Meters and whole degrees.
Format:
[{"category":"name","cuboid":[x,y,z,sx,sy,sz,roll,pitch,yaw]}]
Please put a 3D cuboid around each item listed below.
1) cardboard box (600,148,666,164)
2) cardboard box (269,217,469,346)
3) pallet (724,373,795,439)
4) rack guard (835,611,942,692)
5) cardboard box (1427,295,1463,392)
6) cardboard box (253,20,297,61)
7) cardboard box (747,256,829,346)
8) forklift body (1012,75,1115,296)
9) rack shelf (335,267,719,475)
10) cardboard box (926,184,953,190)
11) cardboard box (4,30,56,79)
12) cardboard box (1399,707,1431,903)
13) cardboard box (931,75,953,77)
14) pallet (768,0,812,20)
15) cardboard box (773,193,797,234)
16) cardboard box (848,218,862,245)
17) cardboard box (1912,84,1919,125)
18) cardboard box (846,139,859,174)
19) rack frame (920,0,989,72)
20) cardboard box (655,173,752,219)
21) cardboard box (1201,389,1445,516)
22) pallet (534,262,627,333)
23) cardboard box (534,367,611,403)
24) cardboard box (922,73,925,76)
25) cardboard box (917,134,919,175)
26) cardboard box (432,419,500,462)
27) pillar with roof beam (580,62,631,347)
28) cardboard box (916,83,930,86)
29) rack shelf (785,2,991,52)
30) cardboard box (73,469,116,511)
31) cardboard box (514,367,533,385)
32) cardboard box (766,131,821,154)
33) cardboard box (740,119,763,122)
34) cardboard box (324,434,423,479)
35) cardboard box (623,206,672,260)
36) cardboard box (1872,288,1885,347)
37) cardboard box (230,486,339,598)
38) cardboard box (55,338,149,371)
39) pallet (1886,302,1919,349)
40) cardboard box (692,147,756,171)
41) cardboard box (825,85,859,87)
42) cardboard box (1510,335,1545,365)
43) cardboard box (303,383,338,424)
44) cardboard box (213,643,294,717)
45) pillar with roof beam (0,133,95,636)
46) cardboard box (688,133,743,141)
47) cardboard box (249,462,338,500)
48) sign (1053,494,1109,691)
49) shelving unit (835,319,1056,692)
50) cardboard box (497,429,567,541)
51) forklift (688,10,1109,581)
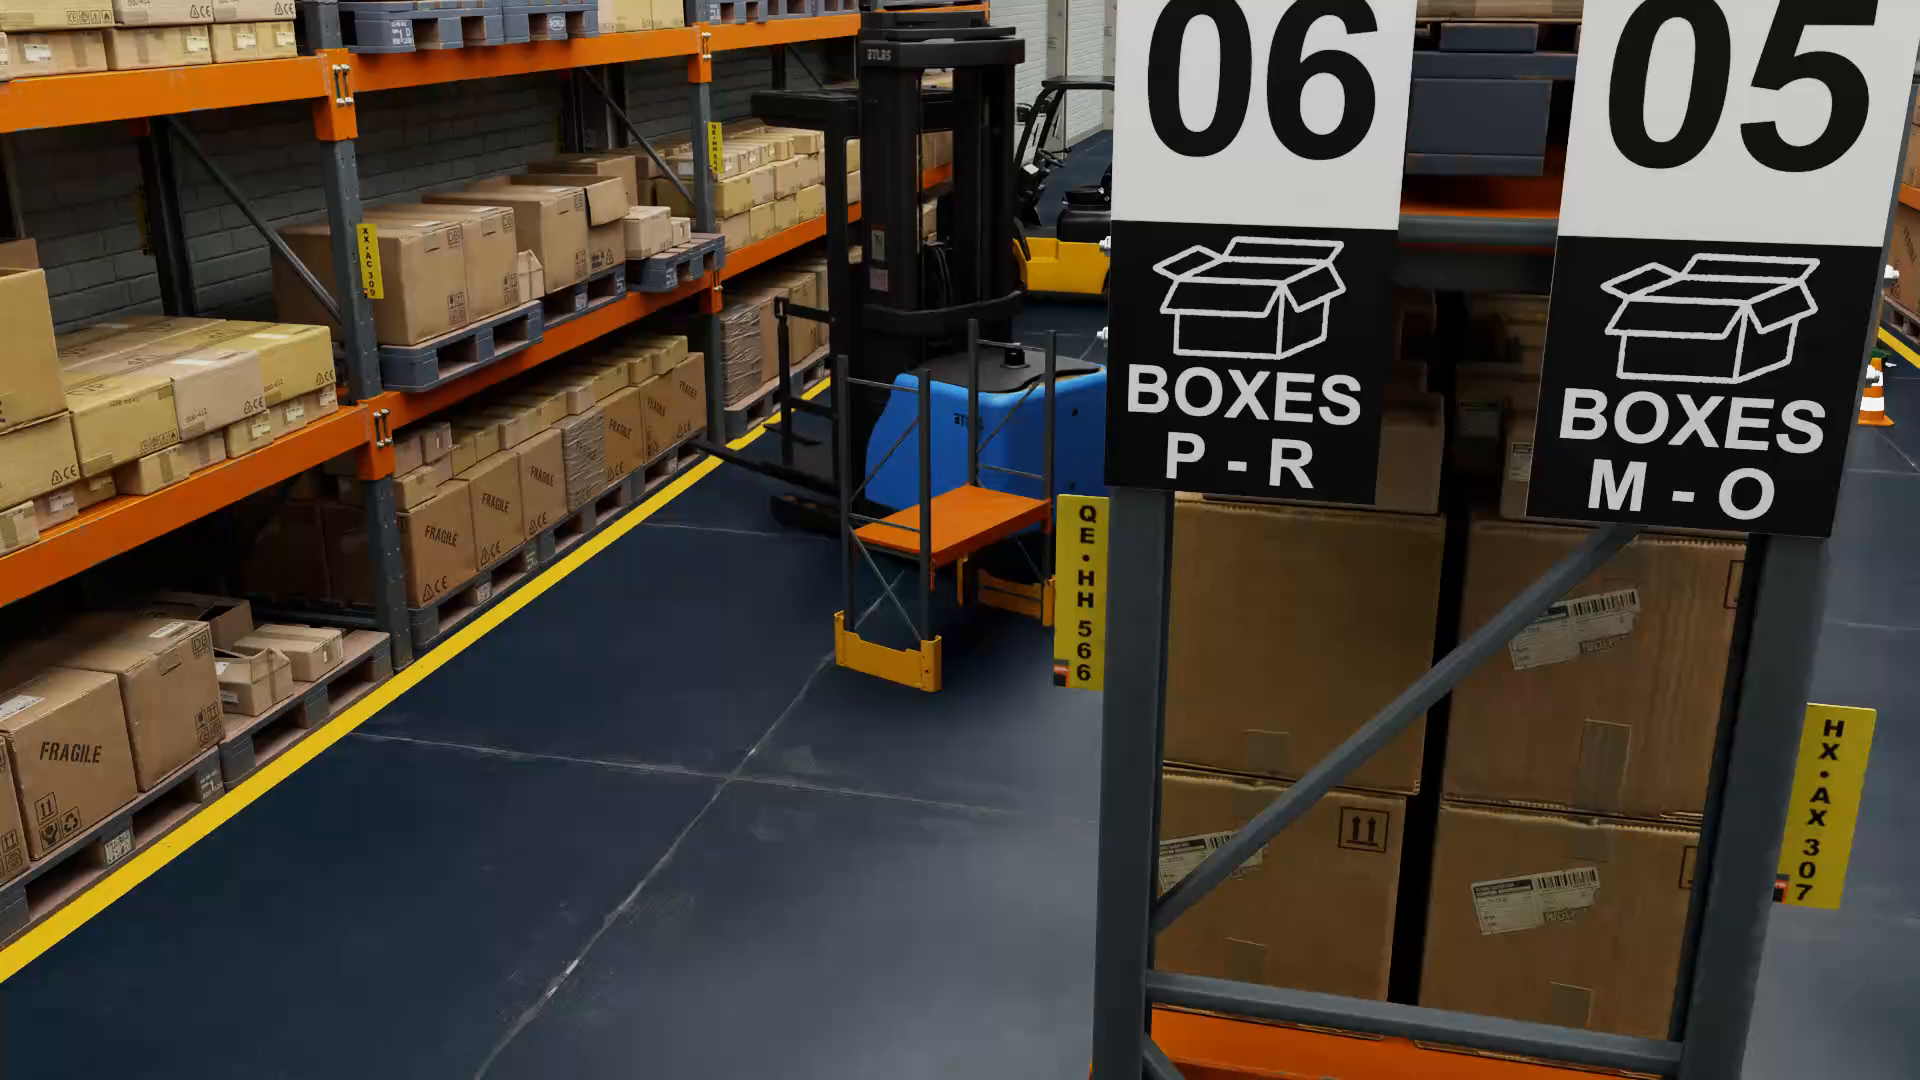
[{"category":"cardboard box","cuboid":[-2.298,-2.667,11.698,0.380,0.149,0.250,5,20,15]},{"category":"cardboard box","cuboid":[-2.779,-1.231,7.845,0.700,0.500,0.500,5,20,15]},{"category":"pallet","cuboid":[-1.898,-1.040,12.405,1.003,0.211,1.213,5,19,13]},{"category":"rack guard","cuboid":[-0.340,0.518,7.784,0.587,0.250,0.087,13,23,33]},{"category":"cardboard box","cuboid":[1.475,-0.335,4.327,0.500,0.500,0.500,5,19,14]},{"category":"cardboard box","cuboid":[-2.915,-2.015,6.695,0.380,0.149,0.250,5,19,13]},{"category":"cardboard box","cuboid":[-1.473,-2.026,14.002,0.875,0.625,0.625,4,19,13]},{"category":"forklift body","cuboid":[1.124,-3.472,16.524,2.313,2.155,1.214,5,19,13]},{"category":"rack shelf","cuboid":[-2.625,-1.137,9.489,1.077,0.370,4.000,5,19,13]},{"category":"cardboard box","cuboid":[-0.111,-3.653,17.799,0.500,0.250,0.500,5,19,14]},{"category":"cardboard box","cuboid":[-3.266,-1.618,5.531,0.380,0.149,0.250,5,19,14]},{"category":"cardboard box","cuboid":[1.215,0.458,3.551,0.500,0.500,0.500,4,19,13]},{"category":"cardboard box","cuboid":[-0.133,-4.814,17.522,0.380,0.149,0.250,5,20,15]},{"category":"pallet","cuboid":[-1.787,-4.005,12.424,1.003,0.211,1.213,6,20,16]},{"category":"cardboard box","cuboid":[-1.544,-2.472,12.517,0.500,0.250,0.500,4,19,12]},{"category":"cardboard box","cuboid":[-0.737,-2.856,15.465,0.500,0.250,0.500,4,19,13]},{"category":"cardboard box","cuboid":[9.015,-3.986,14.814,0.875,0.550,0.550,5,19,13]},{"category":"cardboard box","cuboid":[-1.150,-3.188,13.838,0.500,0.250,0.500,4,19,12]},{"category":"rack frame","cuboid":[-0.182,-4.612,18.549,1.000,3.000,0.127,5,19,13]},{"category":"cardboard box","cuboid":[-1.767,-2.388,11.496,0.500,0.250,0.500,5,19,13]},{"category":"cardboard box","cuboid":[0.616,-0.162,2.815,0.380,0.149,0.250,5,19,14]},{"category":"pallet","cuboid":[-2.607,-1.404,9.453,1.003,0.211,1.213,5,19,13]},{"category":"cardboard box","cuboid":[-2.324,-0.928,9.977,0.380,0.149,0.250,4,19,13]},{"category":"cardboard box","cuboid":[-0.597,-4.940,17.891,0.380,0.149,0.250,5,20,15]},{"category":"cardboard box","cuboid":[-0.686,-3.688,15.691,0.500,0.500,0.500,5,19,14]},{"category":"cardboard box","cuboid":[-2.670,-0.526,8.801,0.380,0.149,0.250,4,19,12]},{"category":"pillar with roof beam","cuboid":[1.482,-5.083,10.647,9.100,9.000,0.400,5,19,13]},{"category":"cardboard box","cuboid":[-0.512,-4.419,16.366,0.380,0.149,0.250,5,19,14]},{"category":"rack shelf","cuboid":[-0.671,-5.064,16.345,1.077,0.370,4.000,5,19,13]},{"category":"cardboard box","cuboid":[-3.327,-0.211,6.052,0.380,0.149,0.250,5,19,14]},{"category":"cardboard box","cuboid":[-2.813,-0.959,10.069,0.380,0.149,0.250,4,19,12]},{"category":"cardboard box","cuboid":[-1.301,-3.096,12.952,0.380,0.149,0.250,4,19,12]},{"category":"cardboard box","cuboid":[-1.631,-3.461,14.021,0.380,0.149,0.250,5,19,13]},{"category":"cardboard box","cuboid":[-2.827,-0.410,8.002,0.380,0.149,0.250,4,19,12]},{"category":"cardboard box","cuboid":[-2.080,-1.876,10.121,0.500,0.250,0.500,4,19,11]},{"category":"cardboard box","cuboid":[7.864,-1.994,14.748,0.500,0.500,0.500,8,21,23]},{"category":"cardboard box","cuboid":[-3.281,-0.044,8.392,0.500,0.500,0.500,5,19,13]},{"category":"cardboard box","cuboid":[-3.612,-0.629,6.659,0.500,0.250,0.500,4,19,13]},{"category":"pallet","cuboid":[9.037,-1.904,14.936,1.003,0.211,1.213,5,19,13]},{"category":"cardboard box","cuboid":[-1.671,-2.702,11.798,0.380,0.149,0.250,5,20,15]},{"category":"cardboard box","cuboid":[-1.138,-4.299,16.016,0.380,0.149,0.250,4,19,12]},{"category":"cardboard box","cuboid":[1.248,-0.283,3.170,0.380,0.149,0.250,5,20,15]},{"category":"cardboard box","cuboid":[-2.947,-0.612,7.227,0.380,0.149,0.250,5,19,14]},{"category":"cardboard box","cuboid":[-3.052,0.554,7.004,0.396,0.266,0.258,5,20,15]},{"category":"pillar with roof beam","cuboid":[0.017,-3.202,5.142,9.100,9.000,0.400,5,19,13]},{"category":"cardboard box","cuboid":[-1.897,-3.059,12.845,0.380,0.149,0.250,5,20,15]},{"category":"cardboard box","cuboid":[-3.304,-0.311,8.173,0.380,0.149,0.250,4,19,11]},{"category":"sign","cuboid":[0.200,0.087,2.635,0.100,0.325,0.005,5,19,13]},{"category":"shelving unit","cuboid":[-0.049,-0.204,7.964,0.587,1.500,1.083,13,23,33]},{"category":"cardboard box","cuboid":[-2.531,-0.324,9.213,0.500,0.500,0.500,4,19,12]},{"category":"forklift","cuboid":[-0.485,-1.546,9.679,1.130,2.935,3.031,-18,26,-41]}]
